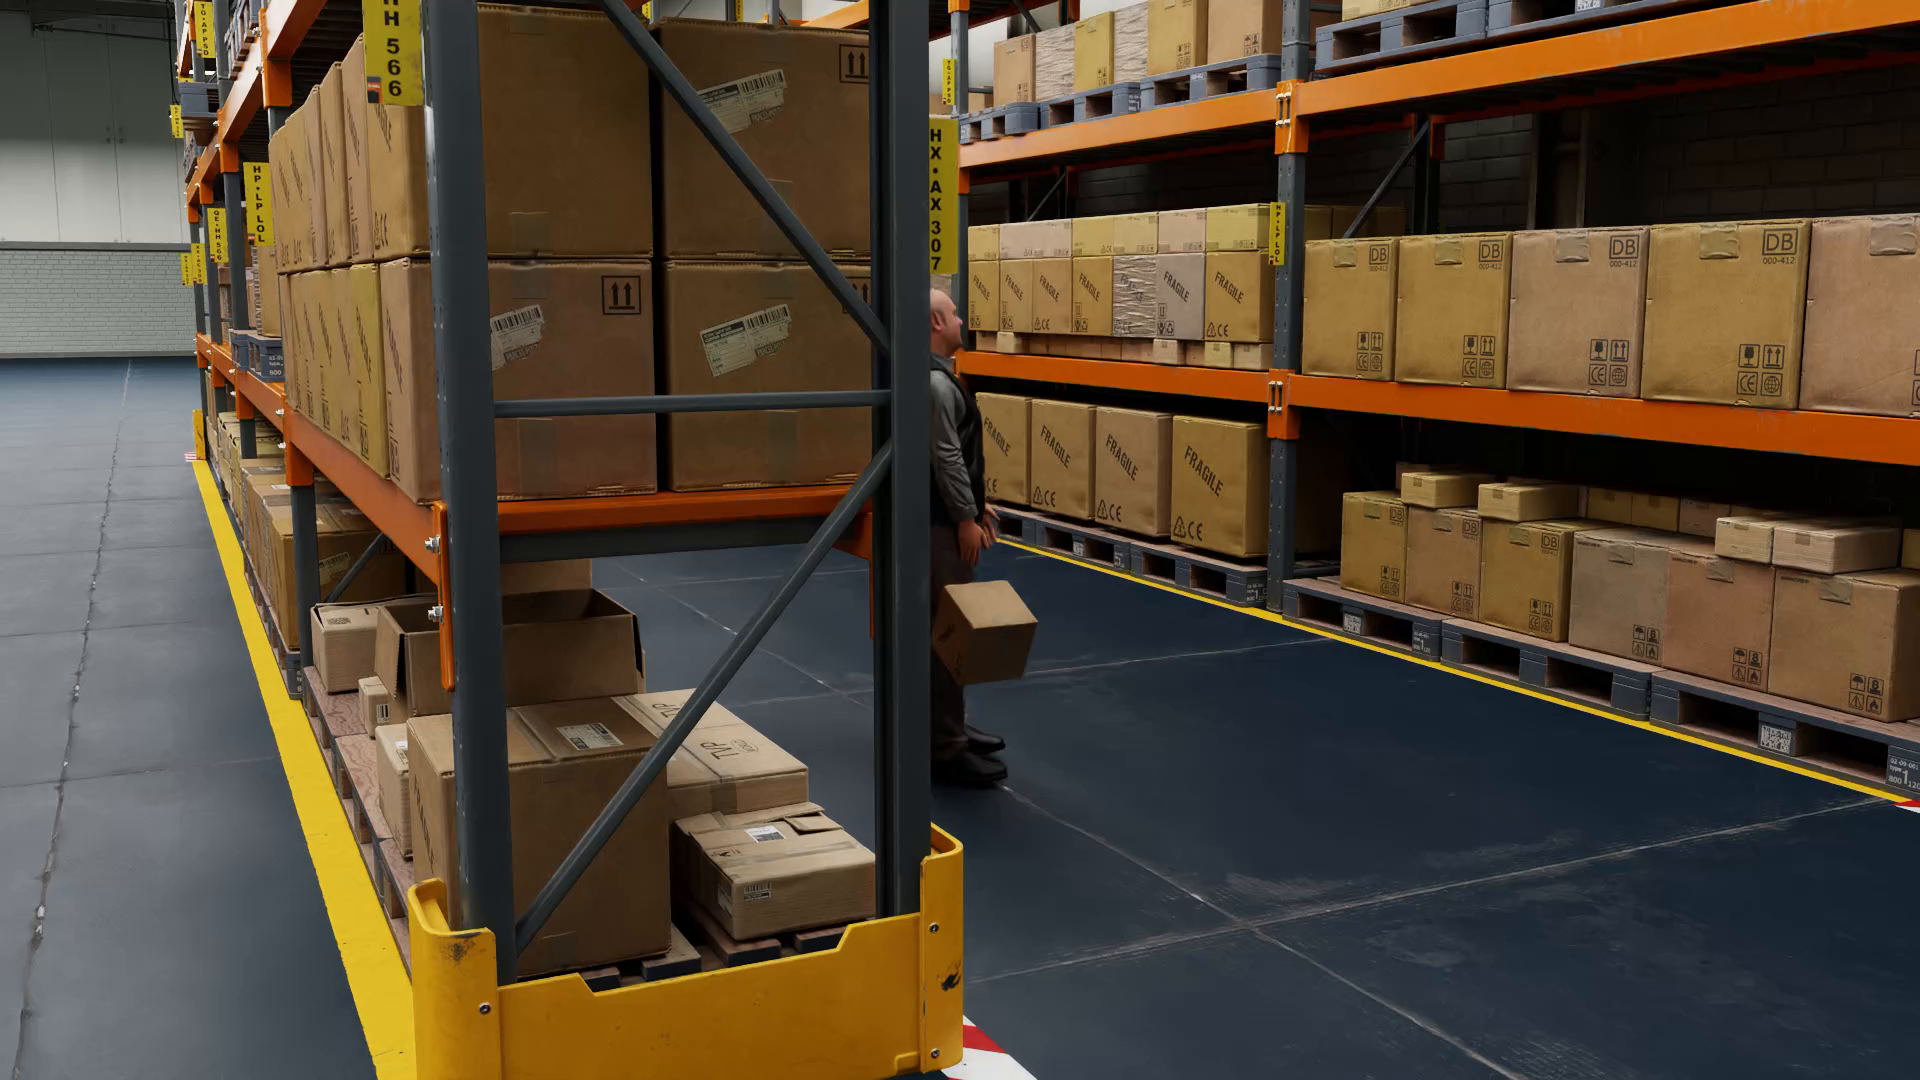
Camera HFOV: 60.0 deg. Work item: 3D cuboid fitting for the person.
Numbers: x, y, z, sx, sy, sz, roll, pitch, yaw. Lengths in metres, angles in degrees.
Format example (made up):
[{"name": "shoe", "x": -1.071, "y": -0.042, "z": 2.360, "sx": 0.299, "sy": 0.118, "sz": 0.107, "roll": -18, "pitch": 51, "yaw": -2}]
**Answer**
[{"name": "person", "x": -0.039, "y": -0.032, "z": 6.007, "sx": 0.444, "sy": 1.733, "sz": 0.582, "roll": -1, "pitch": 9, "yaw": -9}]
